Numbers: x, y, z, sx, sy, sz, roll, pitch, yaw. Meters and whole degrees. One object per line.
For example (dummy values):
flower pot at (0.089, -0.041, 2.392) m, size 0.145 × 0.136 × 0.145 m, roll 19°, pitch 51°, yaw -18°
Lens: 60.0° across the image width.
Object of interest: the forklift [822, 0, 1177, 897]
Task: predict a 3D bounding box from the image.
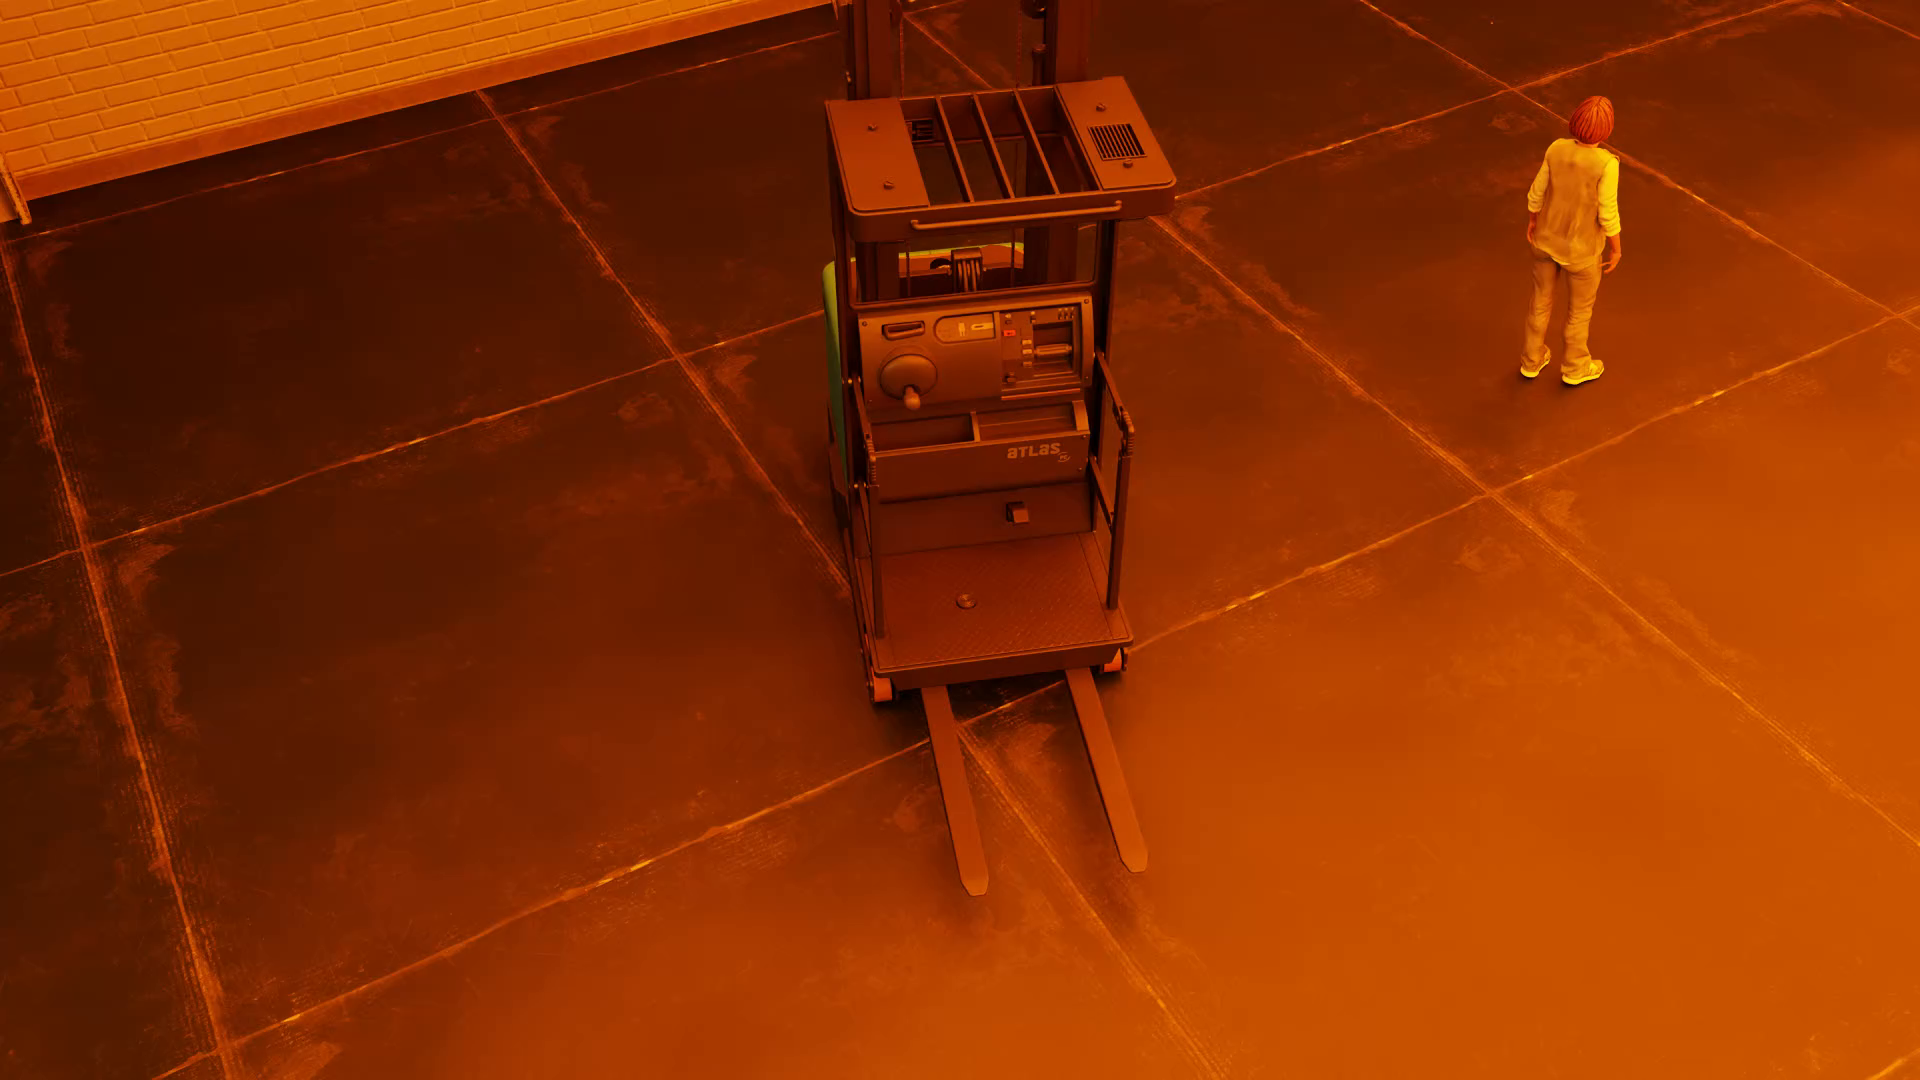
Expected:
forklift at (0.107, -0.654, 6.403) m, size 1.130 × 2.935 × 3.031 m, roll -7°, pitch 43°, yaw -7°

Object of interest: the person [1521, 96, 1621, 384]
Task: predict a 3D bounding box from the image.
person at (3.074, -1.493, 8.279) m, size 0.472 × 1.600 × 0.521 m, roll -33°, pitch 52°, yaw -30°
